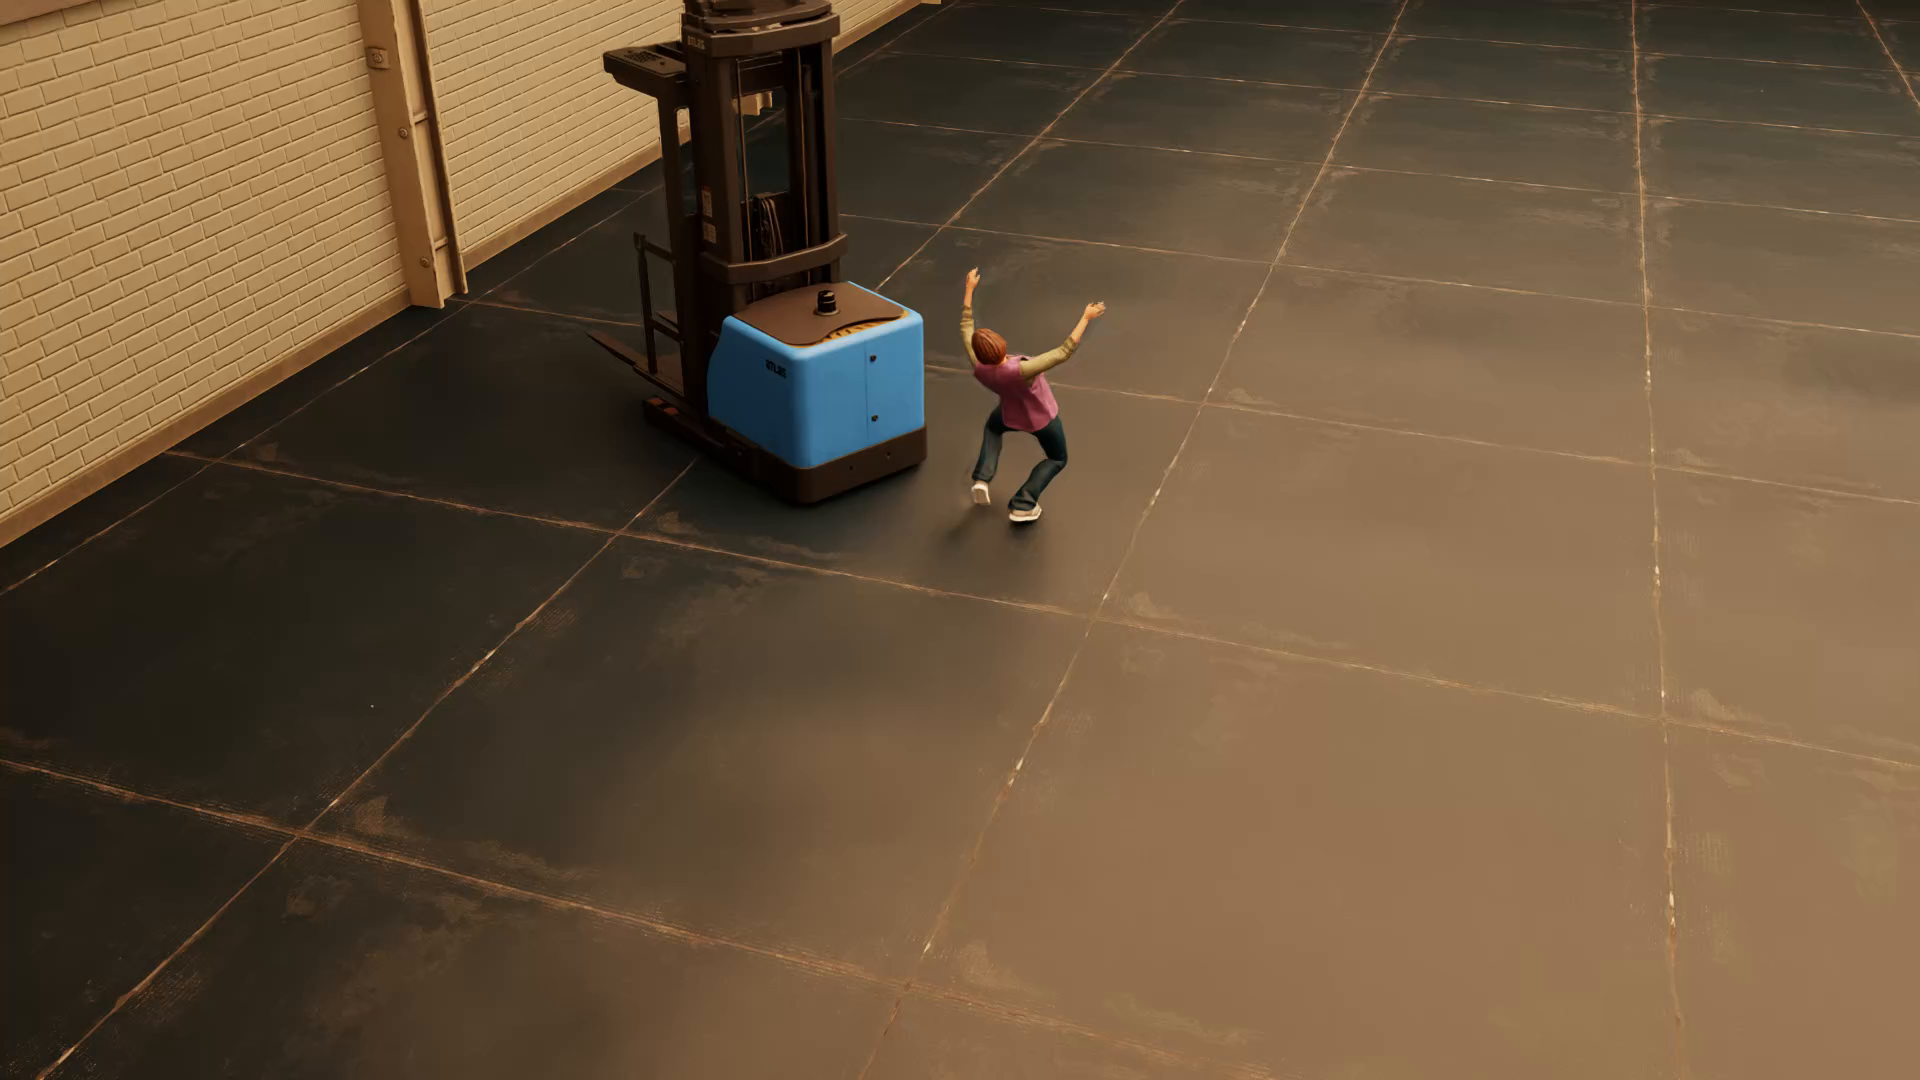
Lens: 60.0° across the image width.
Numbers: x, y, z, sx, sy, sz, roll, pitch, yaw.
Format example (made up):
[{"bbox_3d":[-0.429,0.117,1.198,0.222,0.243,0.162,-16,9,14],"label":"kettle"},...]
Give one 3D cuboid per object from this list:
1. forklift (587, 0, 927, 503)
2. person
[{"bbox_3d":[-1.548,-2.160,10.925,1.130,2.935,3.031,-23,37,-34],"label":"forklift"},{"bbox_3d":[0.357,-0.804,9.964,0.843,1.506,0.627,14,33,23],"label":"person"}]
